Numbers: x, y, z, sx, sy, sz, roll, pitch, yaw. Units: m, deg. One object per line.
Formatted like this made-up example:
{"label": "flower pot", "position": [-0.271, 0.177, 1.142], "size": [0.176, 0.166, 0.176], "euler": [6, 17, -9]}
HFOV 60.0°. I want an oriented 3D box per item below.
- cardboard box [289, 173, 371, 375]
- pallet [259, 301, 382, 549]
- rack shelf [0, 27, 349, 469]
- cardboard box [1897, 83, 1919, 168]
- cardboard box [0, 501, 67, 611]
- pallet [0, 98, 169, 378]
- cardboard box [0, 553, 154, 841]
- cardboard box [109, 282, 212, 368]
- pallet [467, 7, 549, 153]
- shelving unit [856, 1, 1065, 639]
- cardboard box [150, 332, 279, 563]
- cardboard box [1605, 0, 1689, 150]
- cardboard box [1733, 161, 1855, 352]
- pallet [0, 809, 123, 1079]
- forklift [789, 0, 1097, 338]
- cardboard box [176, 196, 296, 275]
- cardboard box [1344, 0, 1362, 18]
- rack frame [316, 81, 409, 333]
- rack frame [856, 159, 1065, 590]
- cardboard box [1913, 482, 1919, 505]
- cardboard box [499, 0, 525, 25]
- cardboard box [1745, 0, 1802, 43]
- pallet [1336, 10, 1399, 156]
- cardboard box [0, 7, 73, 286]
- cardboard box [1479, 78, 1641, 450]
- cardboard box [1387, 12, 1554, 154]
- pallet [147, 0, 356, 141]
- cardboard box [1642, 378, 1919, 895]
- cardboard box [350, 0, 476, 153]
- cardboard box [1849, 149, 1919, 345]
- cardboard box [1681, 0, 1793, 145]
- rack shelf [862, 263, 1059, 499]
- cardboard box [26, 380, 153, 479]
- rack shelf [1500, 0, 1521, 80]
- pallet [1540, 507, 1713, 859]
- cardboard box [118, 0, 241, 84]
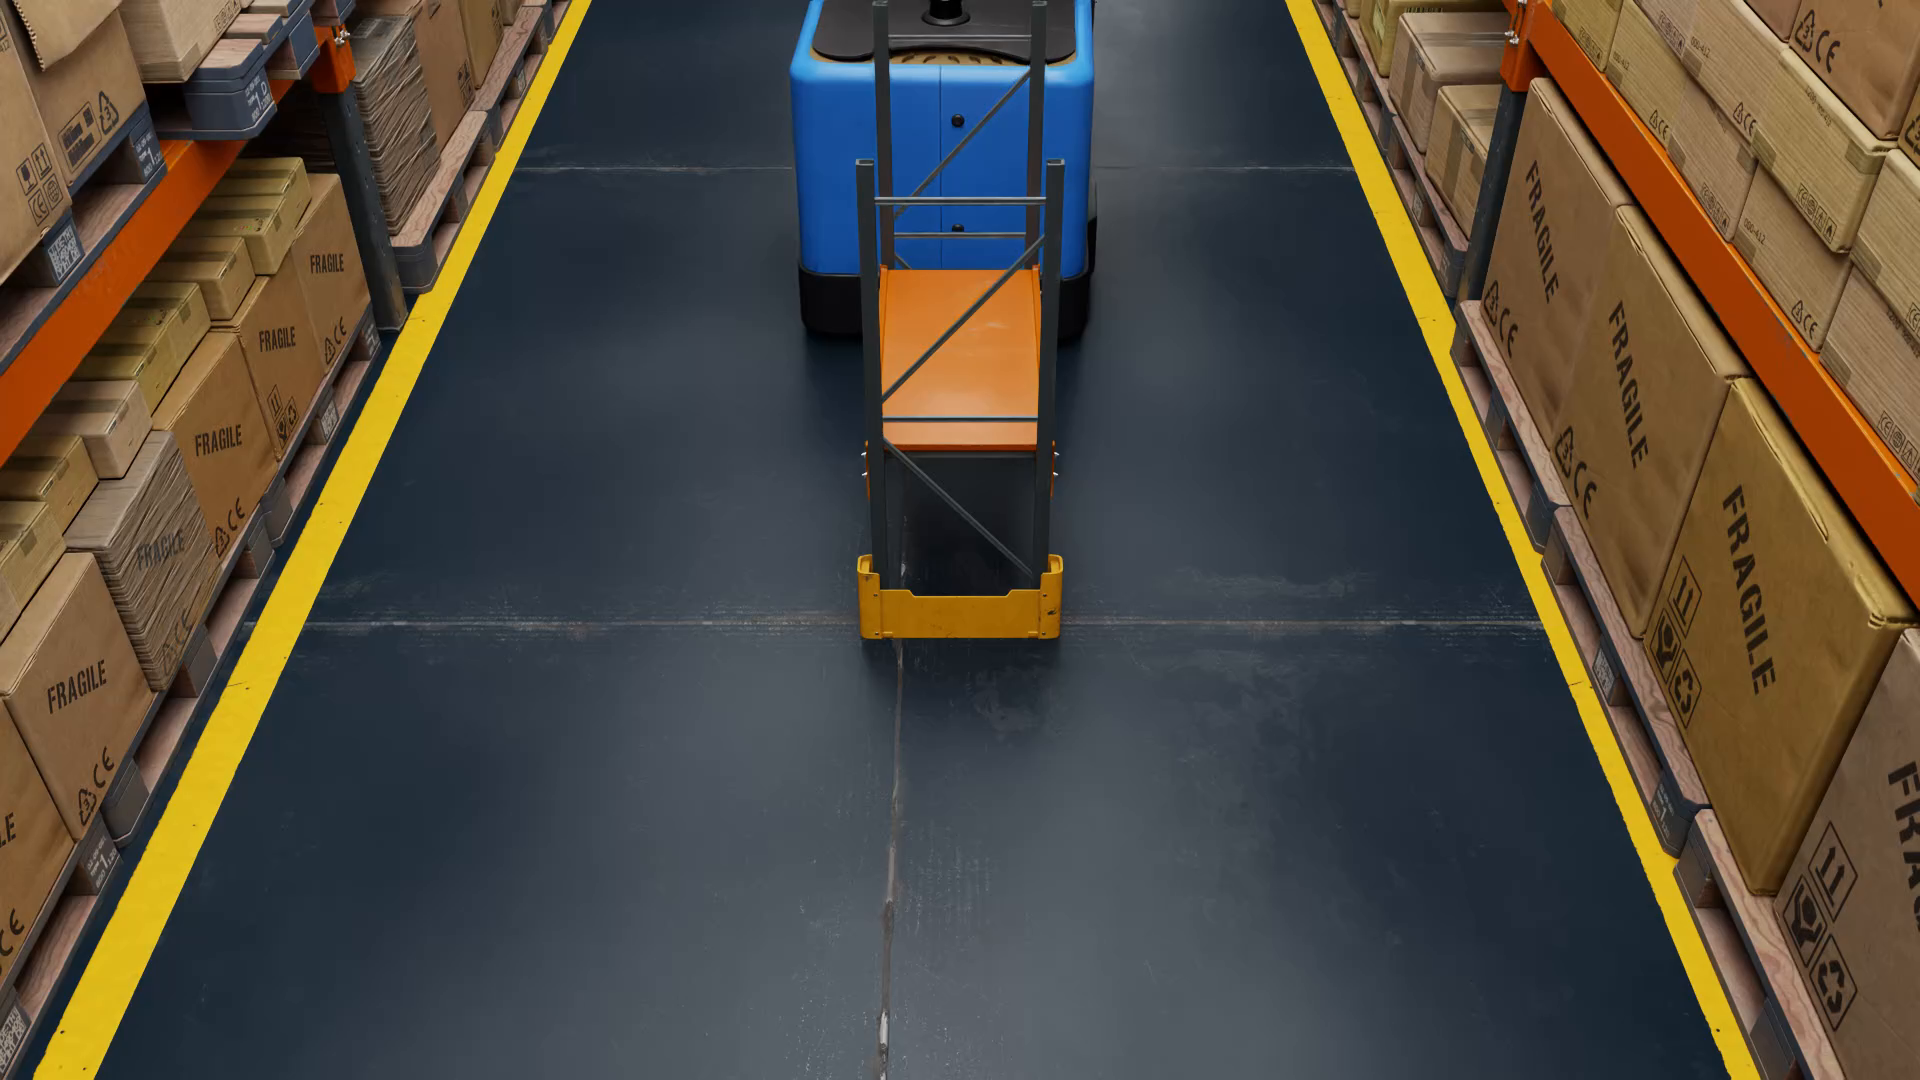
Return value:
{"label": "cardboard box", "position": [-2.376, -0.907, 5.646], "size": [0.500, 0.500, 0.500], "euler": [1, 39, 1]}
{"label": "pallet", "position": [-2.628, -0.427, 5.615], "size": [1.003, 0.211, 1.213], "euler": [0, 39, 0]}
{"label": "rack shelf", "position": [-2.589, -0.451, 3.990], "size": [1.077, 0.370, 4.000], "euler": [0, 39, 0]}
{"label": "cardboard box", "position": [2.137, -0.836, 3.015], "size": [0.500, 0.500, 0.500], "euler": [1, 39, 1]}
{"label": "cardboard box", "position": [-2.385, 0.036, 3.950], "size": [0.380, 0.149, 0.250], "euler": [1, 39, 2]}
{"label": "pallet", "position": [-2.584, -0.691, 3.868], "size": [1.003, 0.211, 1.213], "euler": [0, 39, 0]}
{"label": "cardboard box", "position": [-2.369, 0.383, 4.037], "size": [0.500, 0.500, 0.500], "euler": [-1, 39, -1]}
{"label": "cardboard box", "position": [-2.395, -0.615, 4.763], "size": [0.380, 0.149, 0.250], "euler": [1, 39, 1]}
{"label": "pallet", "position": [-2.551, -2.170, 7.789], "size": [1.003, 0.211, 1.213], "euler": [0, 39, 0]}
{"label": "shelving unit", "position": [0.000, -0.633, 4.840], "size": [0.587, 1.500, 1.083], "euler": [0, 39, 0]}
{"label": "cardboard box", "position": [-2.382, -0.266, 4.847], "size": [0.500, 0.500, 0.500], "euler": [2, 39, 2]}
{"label": "cardboard box", "position": [2.140, -1.303, 4.597], "size": [0.500, 0.250, 0.500], "euler": [-1, 39, -1]}
{"label": "cardboard box", "position": [2.139, -0.666, 3.802], "size": [0.500, 0.250, 0.500], "euler": [0, 39, 0]}
{"label": "pallet", "position": [-2.625, 1.098, 3.711], "size": [1.003, 0.211, 1.213], "euler": [0, 39, 0]}
{"label": "forklift", "position": [0.000, -2.778, 6.373], "size": [1.130, 2.935, 3.031], "euler": [2, 39, 2]}
{"label": "cardboard box", "position": [-2.306, -0.945, 5.175], "size": [0.380, 0.149, 0.250], "euler": [-2, 39, -2]}
{"label": "cardboard box", "position": [2.375, -2.851, 8.174], "size": [0.950, 0.372, 0.625], "euler": [2, 39, 3]}
{"label": "rack frame", "position": [-2.591, -1.983, 5.325], "size": [1.000, 3.000, 0.127], "euler": [0, 39, 0]}
{"label": "rack frame", "position": [0.000, -0.321, 4.451], "size": [0.500, 1.500, 0.032], "euler": [0, 39, 0]}
{"label": "cardboard box", "position": [2.125, -0.027, 3.005], "size": [0.500, 0.250, 0.500], "euler": [-1, 39, -1]}
{"label": "cardboard box", "position": [-2.591, -2.910, 8.045], "size": [0.875, 0.625, 0.625], "euler": [0, 39, 0]}
{"label": "cardboard box", "position": [2.124, -1.475, 3.813], "size": [0.500, 0.500, 0.500], "euler": [1, 39, 1]}
{"label": "pallet", "position": [2.375, -2.150, 7.764], "size": [1.003, 0.211, 1.213], "euler": [0, 39, 0]}
{"label": "cardboard box", "position": [-2.365, -0.801, 3.436], "size": [0.700, 0.500, 0.500], "euler": [0, 39, 0]}
{"label": "cardboard box", "position": [2.290, -0.891, 5.327], "size": [0.875, 0.875, 0.875], "euler": [0, 39, 0]}
{"label": "cardboard box", "position": [2.373, -1.942, 7.040], "size": [0.950, 0.372, 0.625], "euler": [-1, 39, -1]}
{"label": "pallet", "position": [-2.520, -1.484, 4.856], "size": [1.213, 0.211, 1.003], "euler": [0, 39, 0]}
{"label": "cardboard box", "position": [2.288, 0.226, 3.933], "size": [0.875, 0.875, 0.875], "euler": [1, 39, 1]}
{"label": "cardboard box", "position": [-2.587, -2.018, 6.933], "size": [0.875, 0.625, 0.625], "euler": [1, 39, 1]}
{"label": "cardboard box", "position": [2.119, -0.536, 3.240], "size": [0.500, 0.250, 0.500], "euler": [1, 39, 1]}
{"label": "cardboard box", "position": [2.114, -1.173, 4.035], "size": [0.500, 0.250, 0.500], "euler": [0, 39, 0]}
{"label": "rack shelf", "position": [0.000, -0.498, 4.960], "size": [0.538, 0.185, 1.000], "euler": [0, 39, 0]}
{"label": "cardboard box", "position": [-2.364, -0.286, 4.353], "size": [0.380, 0.149, 0.250], "euler": [-2, 39, -2]}
{"label": "rack shelf", "position": [2.370, -2.958, 7.118], "size": [1.077, 0.370, 4.000], "euler": [0, 39, 0]}
{"label": "pallet", "position": [2.297, 0.354, 4.640], "size": [1.003, 0.211, 1.213], "euler": [0, 39, 0]}
{"label": "cardboard box", "position": [-2.266, -1.428, 4.418], "size": [0.500, 0.250, 0.500], "euler": [-2, 39, -2]}
